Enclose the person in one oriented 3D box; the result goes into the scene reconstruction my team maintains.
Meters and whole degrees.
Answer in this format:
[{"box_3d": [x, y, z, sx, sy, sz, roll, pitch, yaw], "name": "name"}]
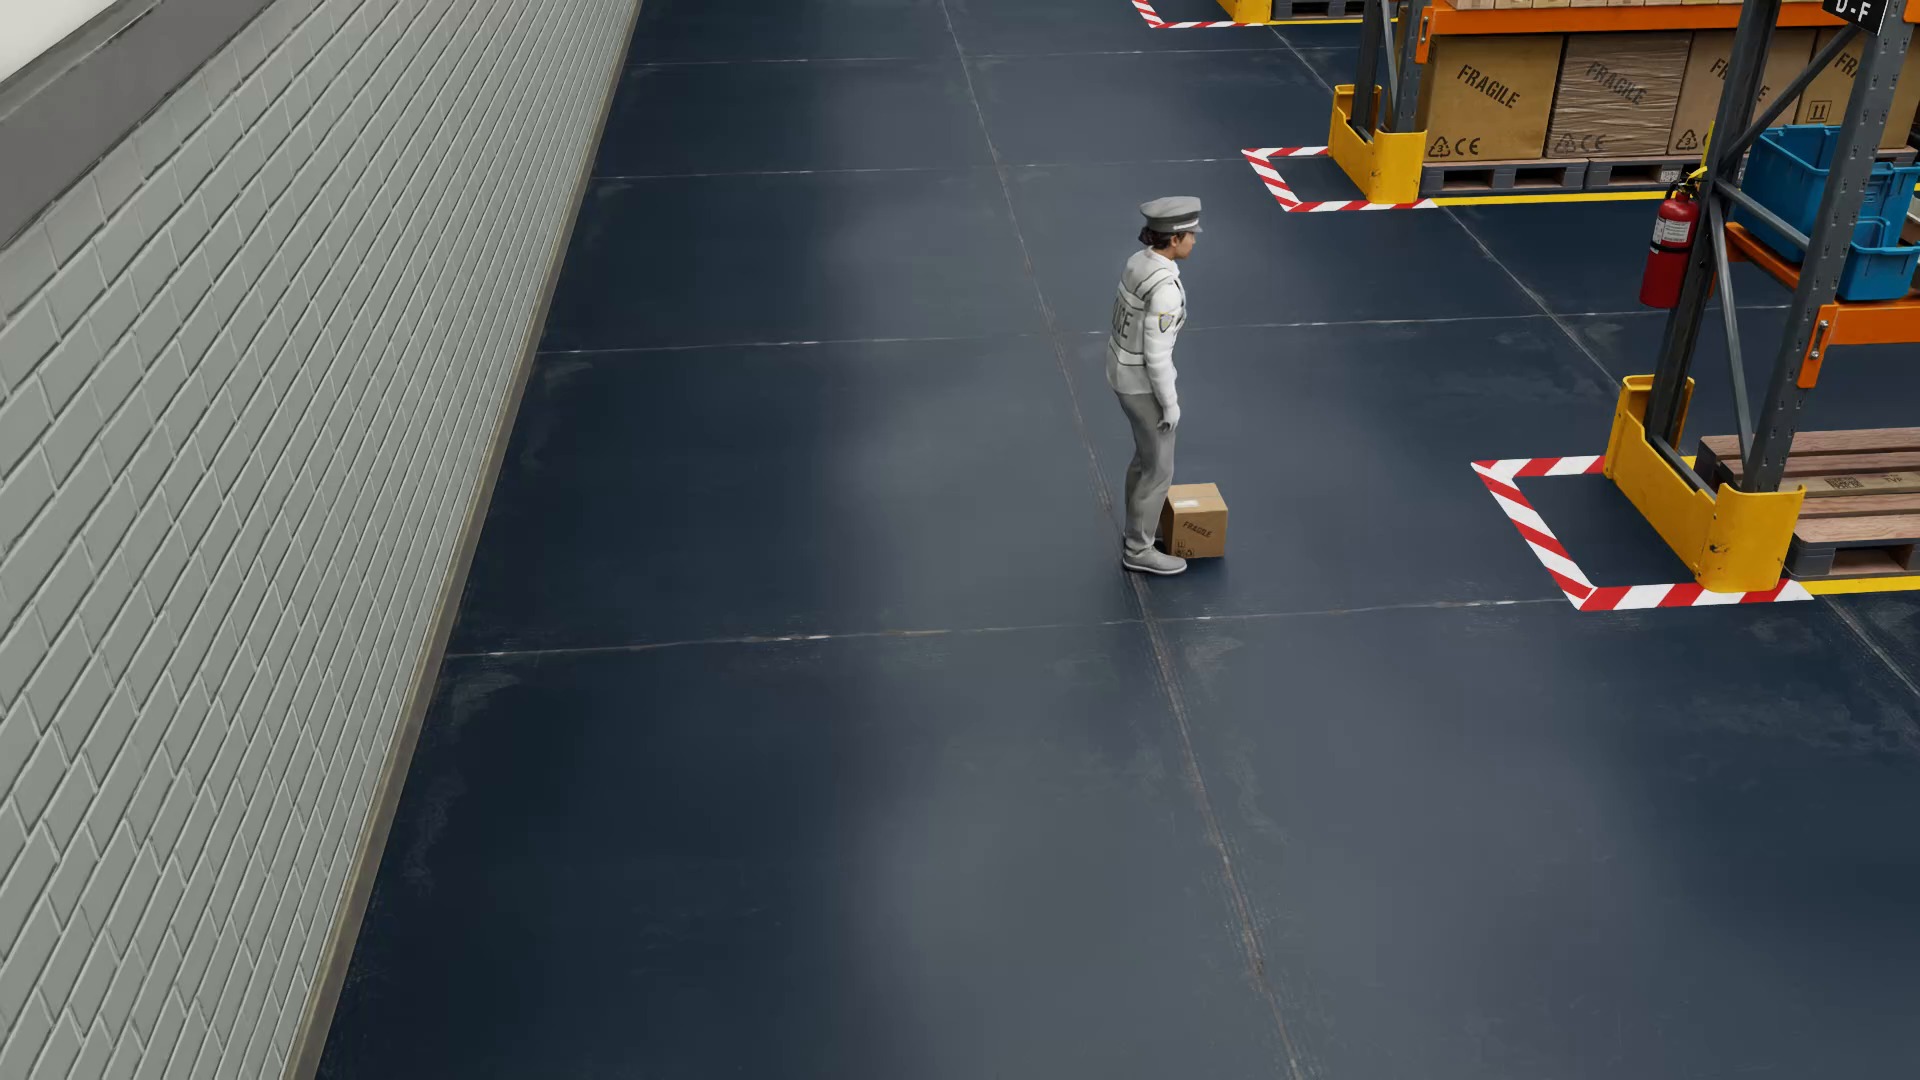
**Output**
[{"box_3d": [0.847, -0.674, 7.241, 0.413, 1.662, 0.518, -4, 32, -6], "name": "person"}]
